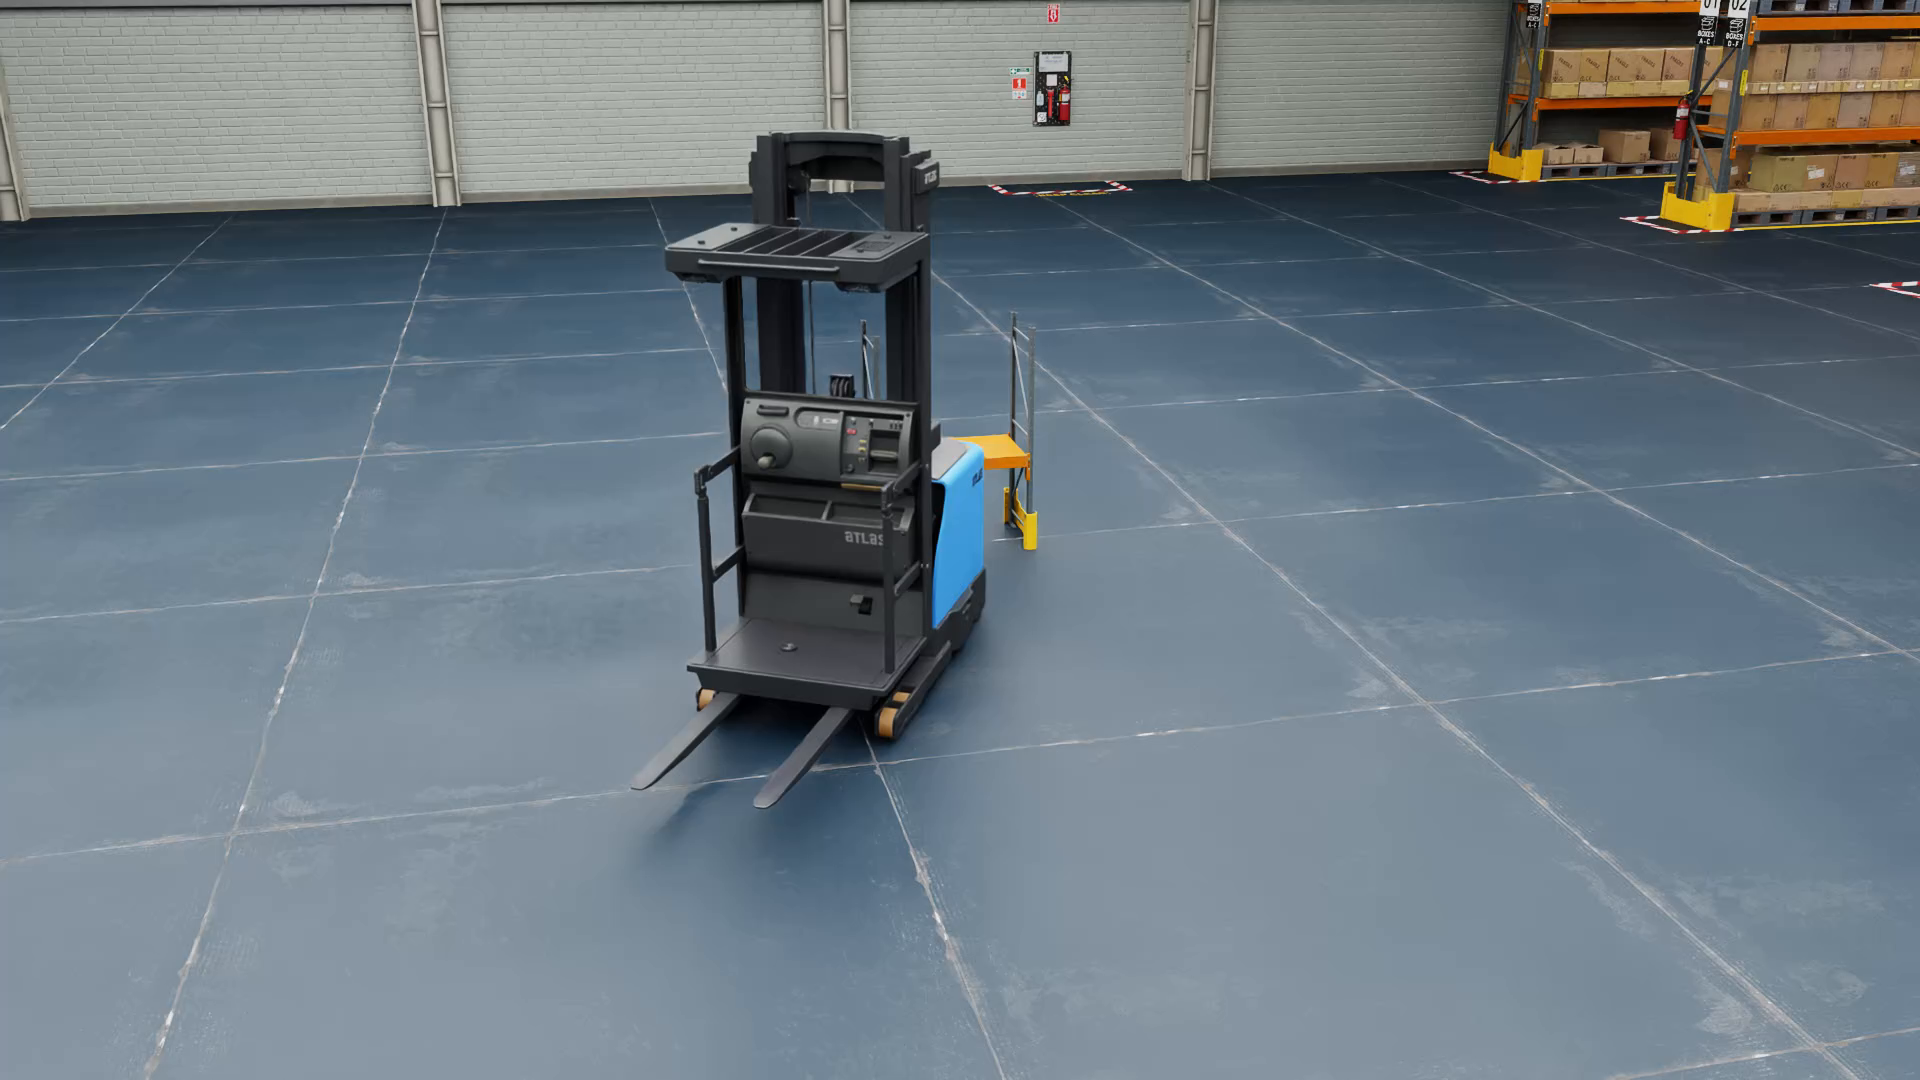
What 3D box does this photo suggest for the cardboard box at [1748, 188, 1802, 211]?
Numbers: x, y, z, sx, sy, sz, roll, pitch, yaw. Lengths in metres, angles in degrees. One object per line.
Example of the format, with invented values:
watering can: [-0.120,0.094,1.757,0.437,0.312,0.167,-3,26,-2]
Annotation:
cardboard box: [11.488,-4.816,23.488,0.500,0.250,0.500,-5,21,-12]

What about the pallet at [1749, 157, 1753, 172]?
pallet: [13.936,-6.628,29.103,1.213,0.211,1.003,-5,21,-12]

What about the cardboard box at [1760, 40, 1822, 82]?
cardboard box: [11.449,-6.638,23.042,0.500,0.500,0.700,-5,21,-14]

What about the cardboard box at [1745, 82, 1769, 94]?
cardboard box: [10.861,-6.212,22.823,0.250,0.149,0.380,-5,21,-13]

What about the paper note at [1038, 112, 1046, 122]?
paper note: [1.327,-6.842,26.912,0.142,0.148,0.016,-5,21,-12]

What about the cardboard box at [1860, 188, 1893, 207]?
cardboard box: [12.949,-4.933,23.808,0.500,0.250,0.500,-5,21,-12]

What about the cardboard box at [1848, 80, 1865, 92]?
cardboard box: [12.357,-6.333,23.154,0.250,0.149,0.380,-4,21,-12]

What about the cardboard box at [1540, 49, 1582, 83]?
cardboard box: [9.820,-7.787,27.311,0.500,0.500,0.500,-5,21,-12]

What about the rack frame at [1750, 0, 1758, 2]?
rack frame: [10.430,-8.718,22.031,0.127,3.000,1.000,-5,21,-12]

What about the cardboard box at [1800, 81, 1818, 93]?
cardboard box: [11.606,-6.272,22.987,0.250,0.149,0.380,-5,21,-13]

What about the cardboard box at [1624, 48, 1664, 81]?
cardboard box: [11.307,-7.907,27.637,0.500,0.500,0.500,-4,20,-11]

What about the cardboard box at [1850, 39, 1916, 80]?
cardboard box: [12.913,-6.757,23.368,0.500,0.500,0.700,-5,21,-12]

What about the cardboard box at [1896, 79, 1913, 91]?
cardboard box: [13.116,-6.396,23.326,0.250,0.149,0.380,-5,21,-13]

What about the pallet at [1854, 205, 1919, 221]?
pallet: [13.539,-4.860,24.274,1.213,0.211,1.003,-5,21,-12]

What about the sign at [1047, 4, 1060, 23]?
sign: [1.485,-8.367,26.426,0.199,0.298,0.001,-5,21,-12]

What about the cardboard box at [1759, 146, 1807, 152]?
cardboard box: [11.853,-5.386,23.952,0.500,0.500,0.500,-5,21,-12]

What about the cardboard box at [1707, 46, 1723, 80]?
cardboard box: [12.790,-8.026,27.962,0.500,0.500,0.500,-5,21,-13]

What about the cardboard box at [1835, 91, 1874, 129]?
cardboard box: [12.393,-6.104,23.472,0.500,0.500,0.700,-4,21,-11]

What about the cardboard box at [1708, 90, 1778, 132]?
cardboard box: [10.887,-5.981,23.135,0.500,0.500,0.700,-5,21,-12]

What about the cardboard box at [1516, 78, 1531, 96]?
cardboard box: [9.696,-7.600,27.890,0.500,0.250,0.500,-4,21,-12]

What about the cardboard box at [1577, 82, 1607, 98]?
cardboard box: [10.336,-7.476,27.552,0.500,0.250,0.500,-5,21,-14]

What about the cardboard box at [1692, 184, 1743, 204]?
cardboard box: [10.883,-4.949,23.850,0.500,0.250,0.500,-5,21,-12]

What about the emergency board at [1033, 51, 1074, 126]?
emergency board: [1.515,-7.246,26.735,0.643,1.169,0.194,-5,21,-12]

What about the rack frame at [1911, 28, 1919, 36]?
rack frame: [17.071,-8.192,29.318,0.127,3.000,1.000,-5,21,-12]

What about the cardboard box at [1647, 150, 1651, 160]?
cardboard box: [11.618,-6.624,28.541,0.250,0.149,0.380,-6,21,-17]

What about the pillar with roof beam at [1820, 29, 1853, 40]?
pillar with roof beam: [16.598,-9.755,24.862,0.400,9.000,9.100,-5,21,-12]

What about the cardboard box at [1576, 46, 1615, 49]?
cardboard box: [10.690,-8.038,27.994,0.500,0.500,0.500,-5,21,-14]

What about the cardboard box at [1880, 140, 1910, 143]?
cardboard box: [16.383,-7.151,29.469,0.500,0.500,0.700,-4,21,-12]

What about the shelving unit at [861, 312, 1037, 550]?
shelving unit: [-0.074,-0.698,11.040,1.083,1.500,0.587,-5,21,-12]

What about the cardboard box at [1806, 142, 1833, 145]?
cardboard box: [14.888,-7.057,29.213,0.500,0.500,0.700,-4,21,-12]

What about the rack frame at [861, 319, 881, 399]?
rack frame: [-0.578,-0.657,10.928,0.032,1.500,0.500,-5,21,-12]

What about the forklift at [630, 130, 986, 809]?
forklift: [-0.754,-0.503,8.428,1.130,2.935,3.031,6,21,16]

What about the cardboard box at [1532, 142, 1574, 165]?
cardboard box: [9.980,-6.528,28.043,0.500,0.311,0.500,-7,21,-19]

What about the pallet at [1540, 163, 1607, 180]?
pallet: [10.159,-6.308,28.228,1.213,0.211,1.003,-5,21,-12]

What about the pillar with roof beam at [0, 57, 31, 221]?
pillar with roof beam: [-12.597,-7.380,18.379,0.400,9.000,9.100,-5,21,-12]

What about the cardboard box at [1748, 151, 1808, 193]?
cardboard box: [11.489,-5.168,23.357,0.500,0.500,0.500,-5,21,-12]

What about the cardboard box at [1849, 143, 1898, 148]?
cardboard box: [13.314,-5.502,24.270,0.500,0.500,0.500,-5,21,-12]

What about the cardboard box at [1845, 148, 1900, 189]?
cardboard box: [12.946,-5.290,23.691,0.500,0.500,0.500,-5,21,-12]

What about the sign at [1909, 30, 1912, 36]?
sign: [16.940,-8.921,29.625,0.005,0.325,0.100,-5,21,-12]

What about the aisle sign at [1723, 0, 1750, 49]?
aisle sign: [10.436,-7.014,22.322,0.004,0.787,0.394,-5,21,-12]

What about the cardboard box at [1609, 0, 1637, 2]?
cardboard box: [10.704,-9.040,27.096,0.500,0.500,0.500,-4,20,-10]

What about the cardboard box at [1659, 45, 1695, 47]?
cardboard box: [12.169,-8.160,28.328,0.500,0.500,0.500,-5,21,-13]

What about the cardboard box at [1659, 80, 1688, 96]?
cardboard box: [11.815,-7.594,27.874,0.500,0.250,0.500,-5,21,-13]

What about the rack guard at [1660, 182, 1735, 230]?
rack guard: [10.406,-4.726,23.488,0.348,0.500,1.175,-5,21,-12]
